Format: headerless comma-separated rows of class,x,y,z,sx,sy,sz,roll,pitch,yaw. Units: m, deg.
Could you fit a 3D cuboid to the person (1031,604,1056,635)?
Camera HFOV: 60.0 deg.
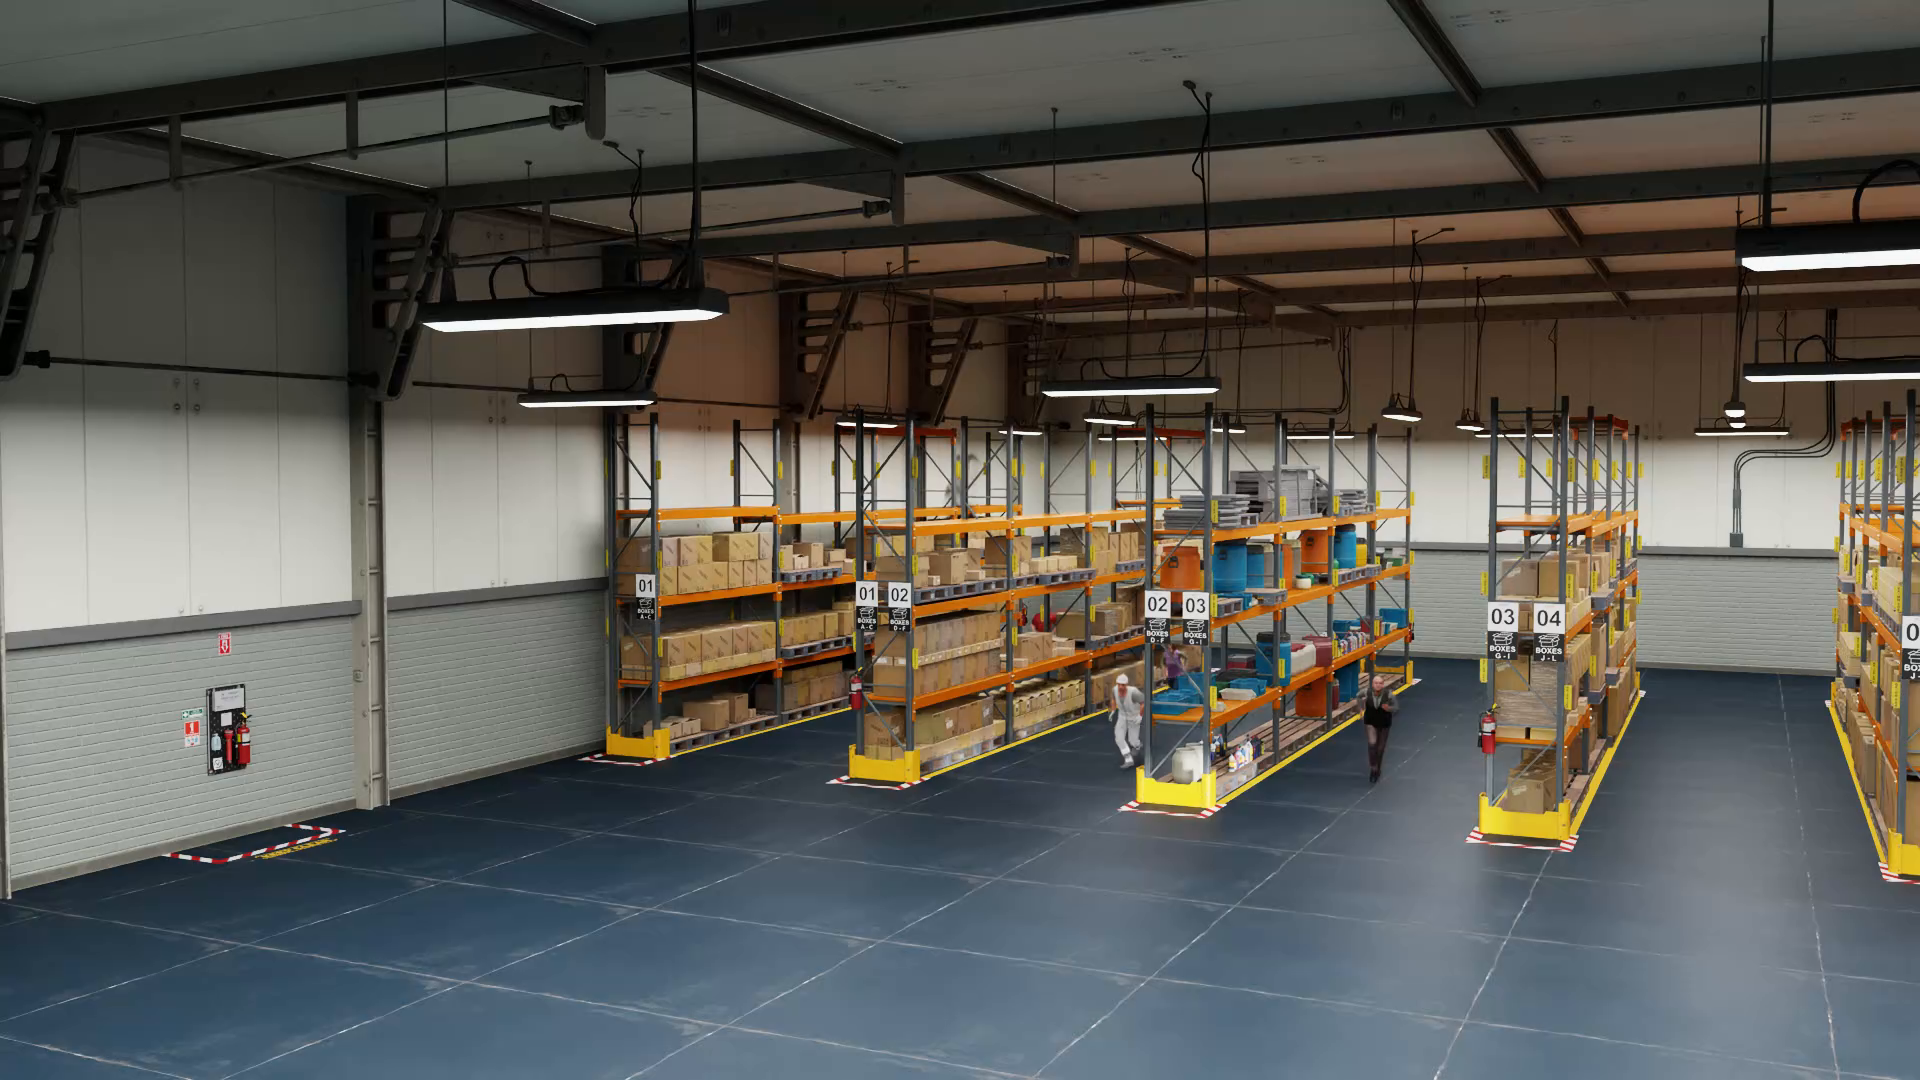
person,2.052,2.426,41.231,0.667,1.687,0.561,1,3,21

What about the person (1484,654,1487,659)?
person,10.830,2.813,33.472,0.611,1.619,0.725,1,3,28

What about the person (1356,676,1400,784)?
person,6.735,3.034,26.833,0.650,1.717,0.941,0,2,8

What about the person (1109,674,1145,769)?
person,2.884,3.035,28.087,0.663,1.615,1.090,1,3,28

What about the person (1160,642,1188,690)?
person,4.403,2.827,34.034,0.570,1.547,0.912,1,3,17
